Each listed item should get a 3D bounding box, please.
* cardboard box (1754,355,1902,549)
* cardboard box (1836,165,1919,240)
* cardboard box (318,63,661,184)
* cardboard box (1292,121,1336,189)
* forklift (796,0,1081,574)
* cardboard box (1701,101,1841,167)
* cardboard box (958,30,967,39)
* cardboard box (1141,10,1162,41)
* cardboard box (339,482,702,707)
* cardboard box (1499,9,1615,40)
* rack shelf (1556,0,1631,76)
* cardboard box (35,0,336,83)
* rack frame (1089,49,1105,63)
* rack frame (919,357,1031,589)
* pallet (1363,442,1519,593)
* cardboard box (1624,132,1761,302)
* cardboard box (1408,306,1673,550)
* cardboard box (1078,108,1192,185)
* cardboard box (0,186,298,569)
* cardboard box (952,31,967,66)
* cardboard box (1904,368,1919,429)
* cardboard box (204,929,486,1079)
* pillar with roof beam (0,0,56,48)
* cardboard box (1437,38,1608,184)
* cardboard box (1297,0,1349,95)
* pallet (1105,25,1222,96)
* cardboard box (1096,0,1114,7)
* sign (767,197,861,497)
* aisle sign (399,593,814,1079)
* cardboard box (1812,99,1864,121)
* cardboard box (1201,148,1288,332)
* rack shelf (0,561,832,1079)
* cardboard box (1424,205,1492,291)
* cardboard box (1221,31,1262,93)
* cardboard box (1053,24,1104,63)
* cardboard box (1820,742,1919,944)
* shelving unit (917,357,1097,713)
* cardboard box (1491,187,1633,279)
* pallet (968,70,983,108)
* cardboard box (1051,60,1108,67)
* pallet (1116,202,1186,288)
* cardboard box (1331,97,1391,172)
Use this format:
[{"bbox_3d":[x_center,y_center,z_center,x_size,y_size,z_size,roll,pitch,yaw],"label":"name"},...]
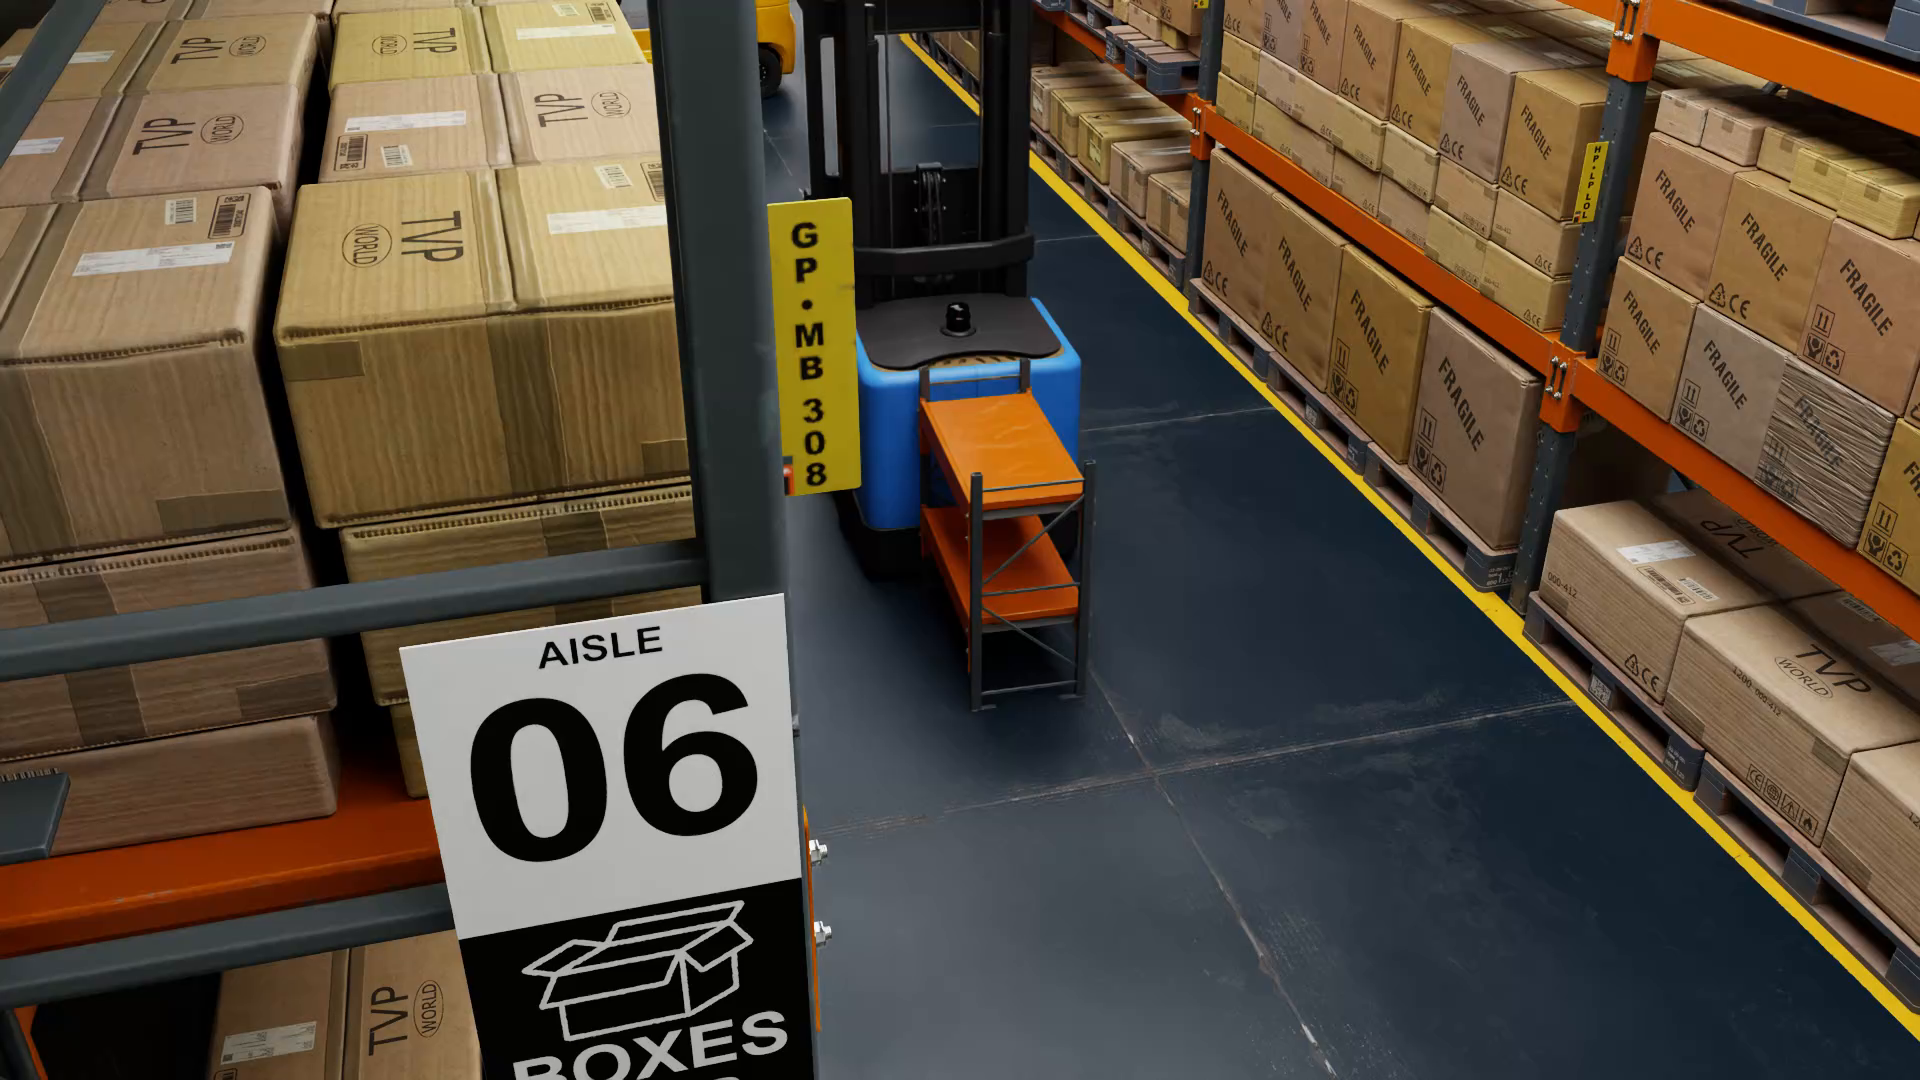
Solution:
[{"bbox_3d":[3.171,-0.335,5.734,0.500,0.500,0.500,-8,31,-13],"label":"cardboard box"},{"bbox_3d":[3.119,-1.108,5.424,0.380,0.149,0.250,-9,31,-15],"label":"cardboard box"},{"bbox_3d":[-0.672,-0.518,2.511,0.500,0.250,0.500,-8,31,-14],"label":"cardboard box"},{"bbox_3d":[2.156,-2.135,9.094,0.500,0.250,0.500,-7,31,-12],"label":"cardboard box"},{"bbox_3d":[-0.251,-1.832,8.489,1.130,2.935,3.031,-6,31,-11],"label":"forklift"},{"bbox_3d":[2.961,-1.486,6.077,0.380,0.149,0.250,-7,31,-13],"label":"cardboard box"},{"bbox_3d":[0.231,-4.960,15.401,0.500,0.500,0.500,-6,31,-11],"label":"cardboard box"},{"bbox_3d":[1.417,-3.405,10.970,0.380,0.149,0.250,-8,31,-14],"label":"cardboard box"},{"bbox_3d":[-0.534,-0.057,2.212,0.500,0.250,0.500,-8,31,-14],"label":"cardboard box"},{"bbox_3d":[2.911,-2.249,8.043,0.500,0.500,0.500,-9,31,-15],"label":"cardboard box"},{"bbox_3d":[2.513,-2.991,8.146,1.077,0.370,4.000,-8,31,-13],"label":"rack shelf"},{"bbox_3d":[-1.458,-0.944,3.246,0.500,0.250,0.500,-8,31,-13],"label":"cardboard box"},{"bbox_3d":[0.920,-4.902,13.724,1.000,3.000,0.127,-8,31,-13],"label":"rack frame"},{"bbox_3d":[0.067,-0.292,7.632,0.500,1.125,0.032,-6,31,-11],"label":"rack frame"},{"bbox_3d":[2.766,-0.194,8.374,1.003,0.211,1.213,-8,31,-13],"label":"pallet"},{"bbox_3d":[2.936,-1.252,6.320,0.500,0.500,0.500,-8,31,-13],"label":"cardboard box"},{"bbox_3d":[2.802,-0.589,7.975,0.875,0.875,0.875,-7,31,-12],"label":"cardboard box"},{"bbox_3d":[1.442,-3.011,12.661,0.950,0.372,0.625,-7,31,-12],"label":"cardboard box"},{"bbox_3d":[-1.066,-0.200,1.961,0.500,0.250,0.500,-9,31,-15],"label":"cardboard box"},{"bbox_3d":[0.223,-4.645,15.607,0.500,0.250,0.500,-7,31,-13],"label":"cardboard box"},{"bbox_3d":[3.321,-0.514,5.046,0.500,0.500,0.500,-8,31,-14],"label":"cardboard box"},{"bbox_3d":[-1.193,1.056,3.284,0.500,0.250,0.500,-8,31,-13],"label":"cardboard box"},{"bbox_3d":[1.725,-3.089,4.603,9.100,9.000,0.400,-8,31,-13],"label":"pillar with roof beam"},{"bbox_3d":[2.538,-1.945,7.518,0.500,0.500,0.500,-7,31,-12],"label":"cardboard box"},{"bbox_3d":[2.140,-2.685,8.796,0.500,0.500,0.500,-7,31,-12],"label":"cardboard box"},{"bbox_3d":[1.690,-3.217,11.005,1.213,0.211,1.003,-8,31,-13],"label":"pallet"},{"bbox_3d":[1.180,-3.908,11.838,0.380,0.149,0.250,-9,31,-15],"label":"cardboard box"},{"bbox_3d":[-0.156,-0.193,1.722,0.100,0.325,0.005,-8,31,-13],"label":"sign"},{"bbox_3d":[-0.378,0.425,1.927,0.394,0.787,0.004,-8,31,-13],"label":"aisle sign"},{"bbox_3d":[3.397,-1.546,6.182,0.380,0.149,0.250,-7,31,-12],"label":"cardboard box"},{"bbox_3d":[2.085,-1.887,10.218,0.875,0.875,0.875,-8,31,-14],"label":"cardboard box"},{"bbox_3d":[-1.210,-0.397,3.665,1.077,0.370,4.000,-8,31,-13],"label":"rack shelf"},{"bbox_3d":[2.547,-1.402,7.828,0.500,0.250,0.500,-8,31,-14],"label":"cardboard box"},{"bbox_3d":[1.878,-2.844,9.819,0.500,0.250,0.500,-8,31,-14],"label":"cardboard box"},{"bbox_3d":[1.024,-4.539,14.674,0.500,0.500,0.500,-6,31,-11],"label":"cardboard box"},{"bbox_3d":[3.583,1.075,5.537,0.875,0.438,0.875,-7,31,-12],"label":"cardboard box"},{"bbox_3d":[0.177,-0.044,7.203,0.538,1.125,1.048,-6,31,-11],"label":"shelving unit"},{"bbox_3d":[2.692,-1.370,7.273,0.500,0.250,0.500,-8,31,-13],"label":"cardboard box"},{"bbox_3d":[0.708,-4.014,14.975,1.003,0.211,1.213,-8,31,-13],"label":"pallet"},{"bbox_3d":[1.024,-4.214,14.862,0.500,0.250,0.500,-9,31,-16],"label":"cardboard box"},{"bbox_3d":[1.776,-2.140,11.737,1.003,0.211,1.213,-8,31,-13],"label":"pallet"},{"bbox_3d":[2.257,-2.105,8.543,0.500,0.250,0.500,-7,31,-12],"label":"cardboard box"}]
